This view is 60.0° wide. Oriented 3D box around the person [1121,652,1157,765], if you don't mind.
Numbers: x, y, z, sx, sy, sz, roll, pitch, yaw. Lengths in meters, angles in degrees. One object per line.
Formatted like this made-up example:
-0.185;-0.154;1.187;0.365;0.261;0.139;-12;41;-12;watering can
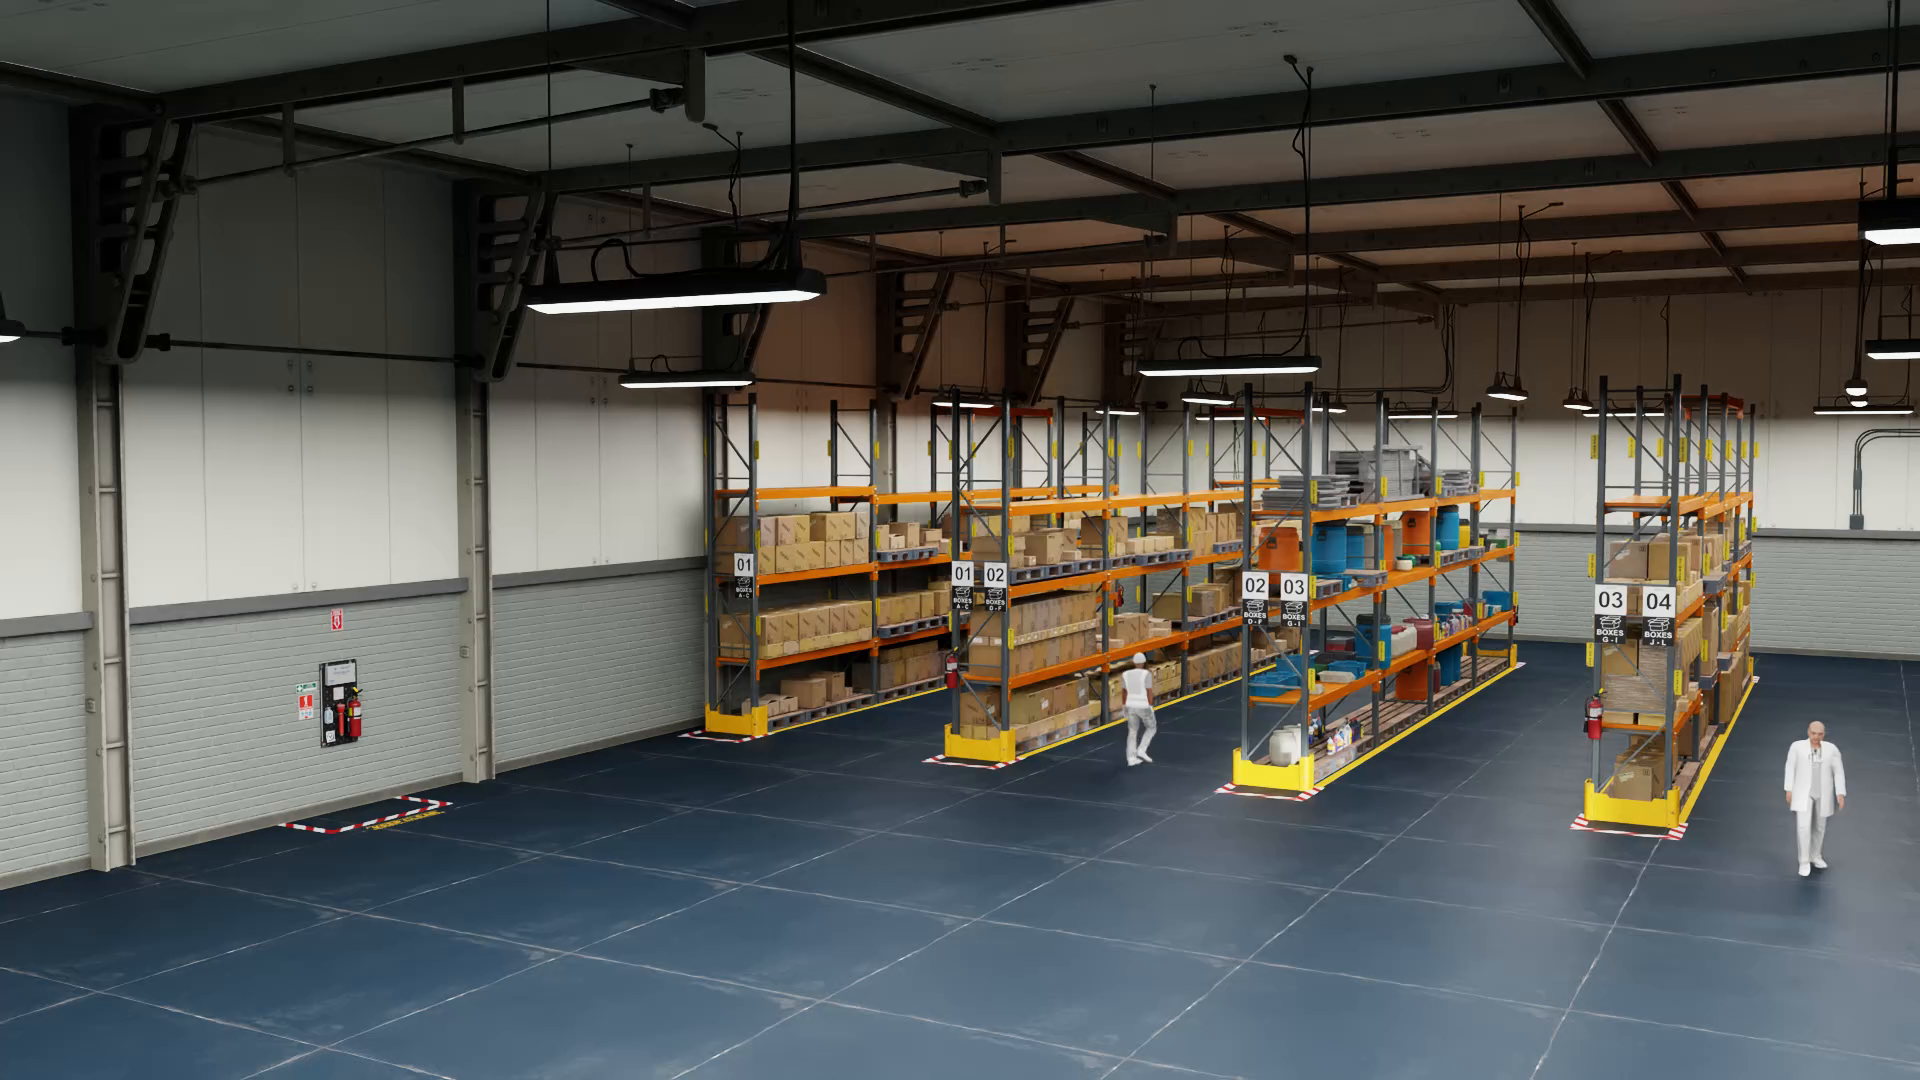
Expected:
2.849;2.671;26.455;0.605;1.769;0.467;3;4;39;person

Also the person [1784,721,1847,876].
10.169;3.058;19.783;0.632;1.823;0.661;1;3;18;person
